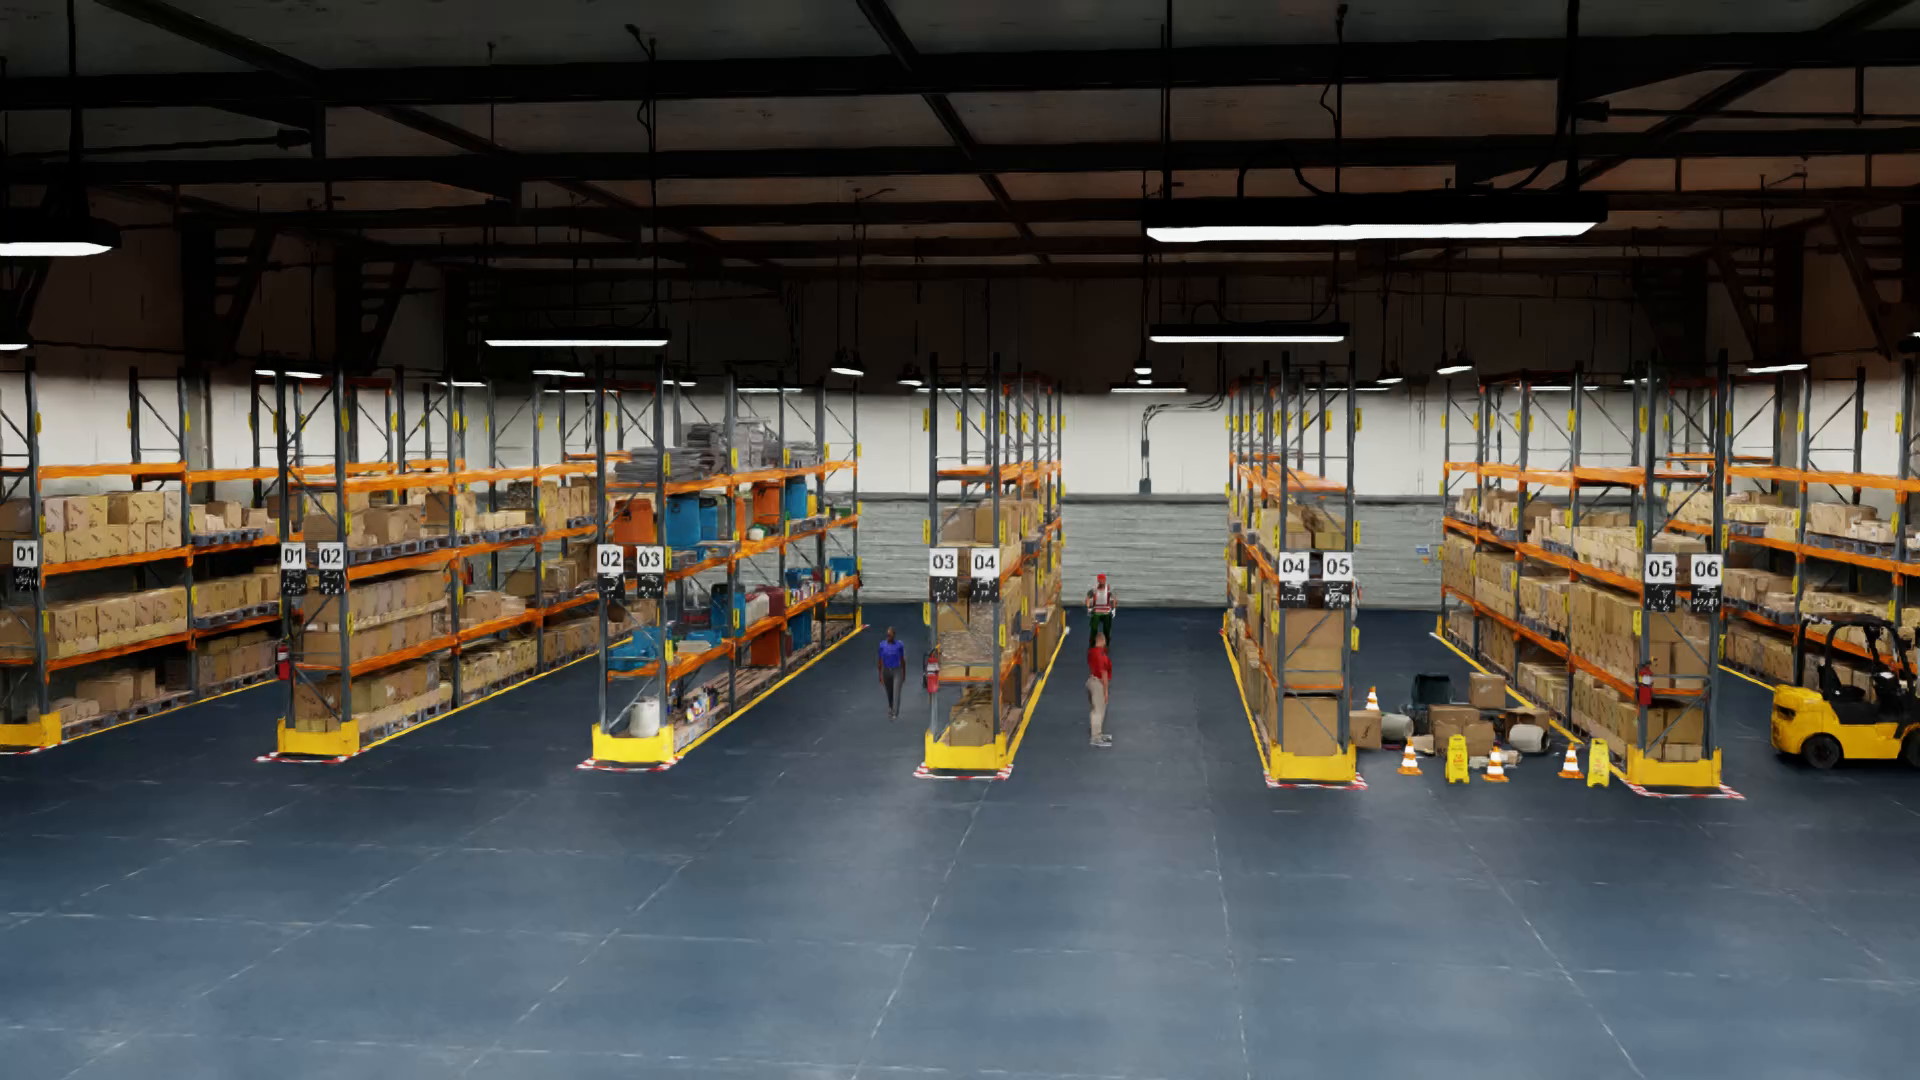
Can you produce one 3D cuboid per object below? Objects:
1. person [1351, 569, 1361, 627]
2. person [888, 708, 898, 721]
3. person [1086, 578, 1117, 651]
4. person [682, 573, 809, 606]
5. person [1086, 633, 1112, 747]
[{"bbox_3d":[8.908,1.435,38.280,0.638,1.741,0.547,0,4,6],"label":"person"},{"bbox_3d":[-1.122,2.892,28.013,0.338,0.200,1.077,1,4,9],"label":"person"},{"bbox_3d":[3.079,1.599,36.292,0.677,1.694,0.515,0,4,5],"label":"person"},{"bbox_3d":[-5.406,1.375,40.133,2.585,1.555,10.438,-1,4,-11],"label":"person"},{"bbox_3d":[2.198,2.297,25.804,0.479,1.732,0.620,-1,4,-17],"label":"person"}]
